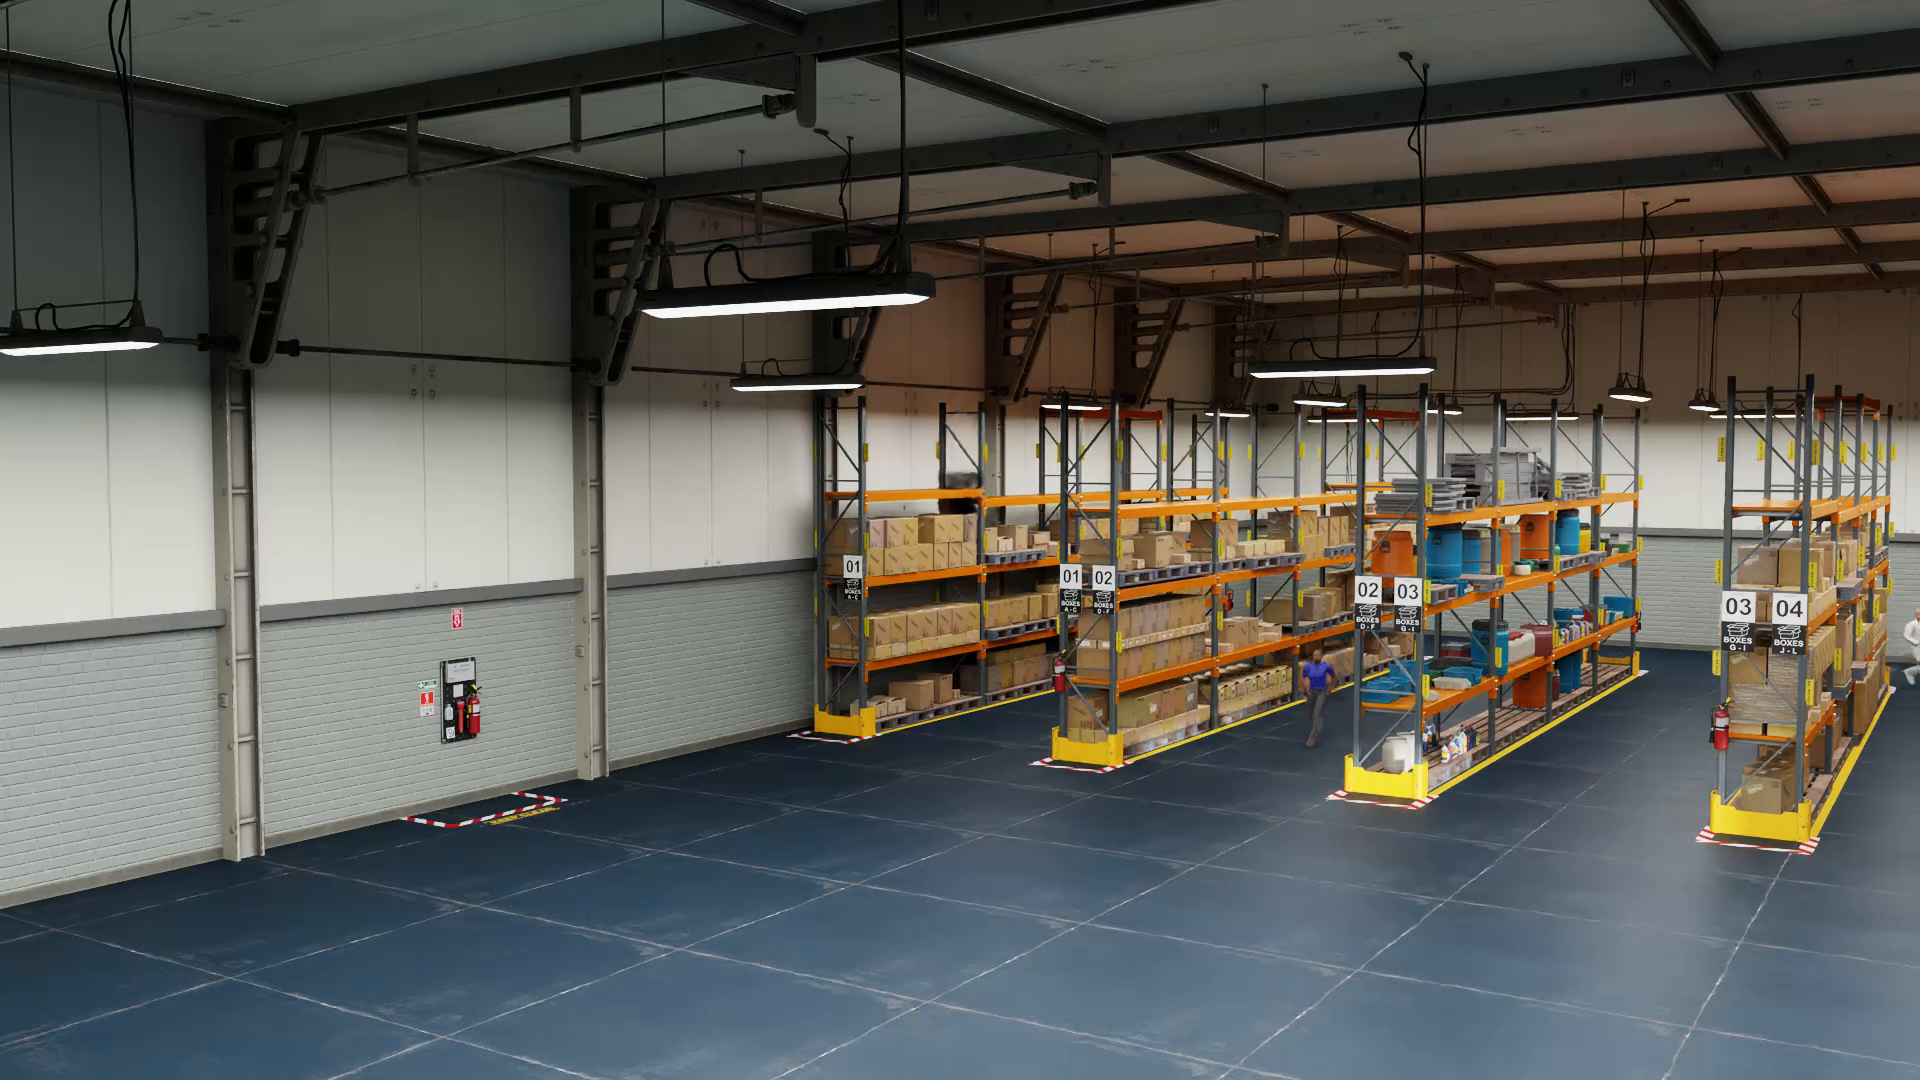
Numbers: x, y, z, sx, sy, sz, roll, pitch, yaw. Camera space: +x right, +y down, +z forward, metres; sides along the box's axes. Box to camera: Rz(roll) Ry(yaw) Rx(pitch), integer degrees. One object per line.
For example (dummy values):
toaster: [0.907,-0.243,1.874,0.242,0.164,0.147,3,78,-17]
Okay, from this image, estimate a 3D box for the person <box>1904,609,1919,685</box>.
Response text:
person: [20.408,2.310,35.372,0.720,1.704,0.625,-1,3,-26]

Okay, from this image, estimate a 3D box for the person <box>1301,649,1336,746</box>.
person: [6.193,2.691,28.764,0.599,1.645,0.845,1,3,23]
